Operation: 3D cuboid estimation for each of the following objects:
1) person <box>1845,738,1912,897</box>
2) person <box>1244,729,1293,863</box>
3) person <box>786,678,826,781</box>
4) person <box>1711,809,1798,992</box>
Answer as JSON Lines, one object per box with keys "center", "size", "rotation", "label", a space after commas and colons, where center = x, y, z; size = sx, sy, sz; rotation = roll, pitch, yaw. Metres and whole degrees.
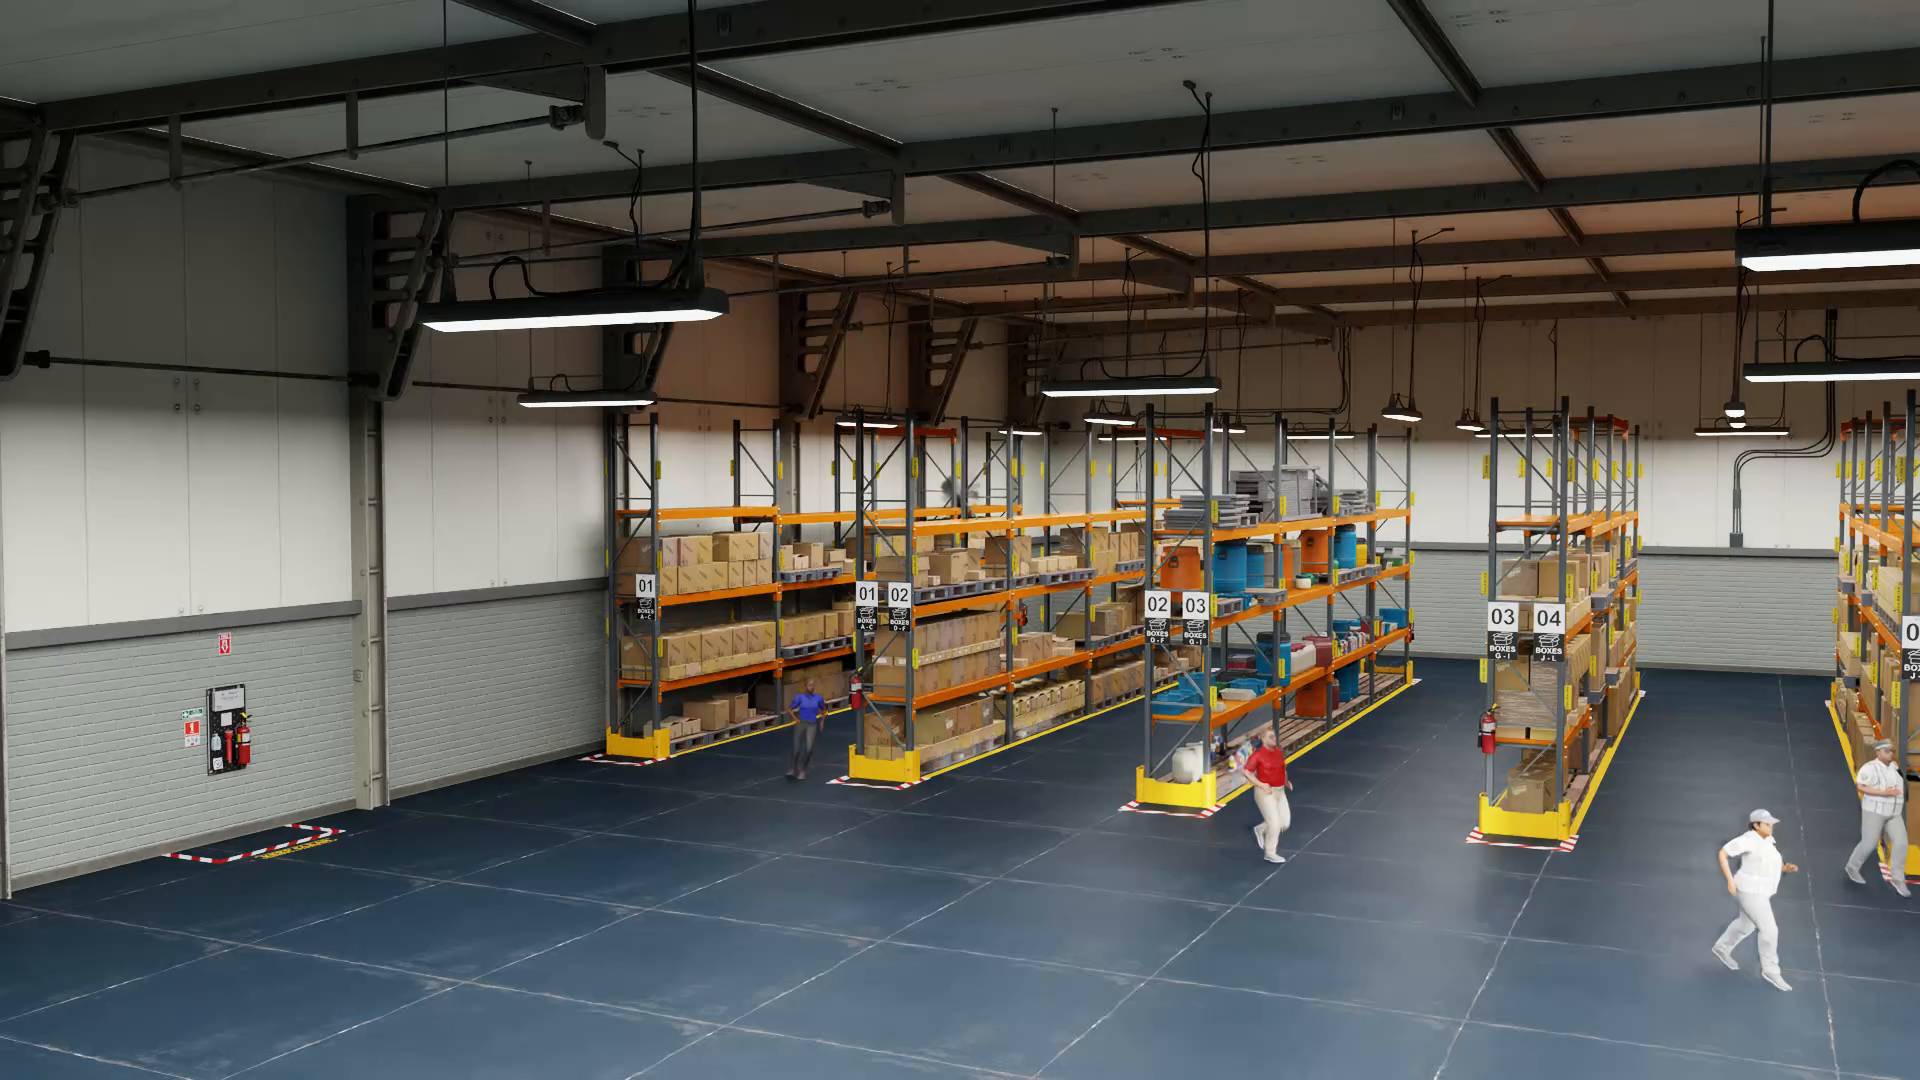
{"center": [10.985, 3.277, 19.838], "size": [0.660, 1.847, 0.796], "rotation": [-1, 2, -12], "label": "person"}
{"center": [3.948, 3.261, 21.353], "size": [0.665, 1.675, 0.654], "rotation": [-2, 3, -33], "label": "person"}
{"center": [-2.496, 3.117, 26.945], "size": [0.630, 1.555, 0.653], "rotation": [0, 2, -8], "label": "person"}
{"center": [7.758, 3.473, 16.286], "size": [0.580, 1.710, 0.855], "rotation": [-2, 3, -39], "label": "person"}
